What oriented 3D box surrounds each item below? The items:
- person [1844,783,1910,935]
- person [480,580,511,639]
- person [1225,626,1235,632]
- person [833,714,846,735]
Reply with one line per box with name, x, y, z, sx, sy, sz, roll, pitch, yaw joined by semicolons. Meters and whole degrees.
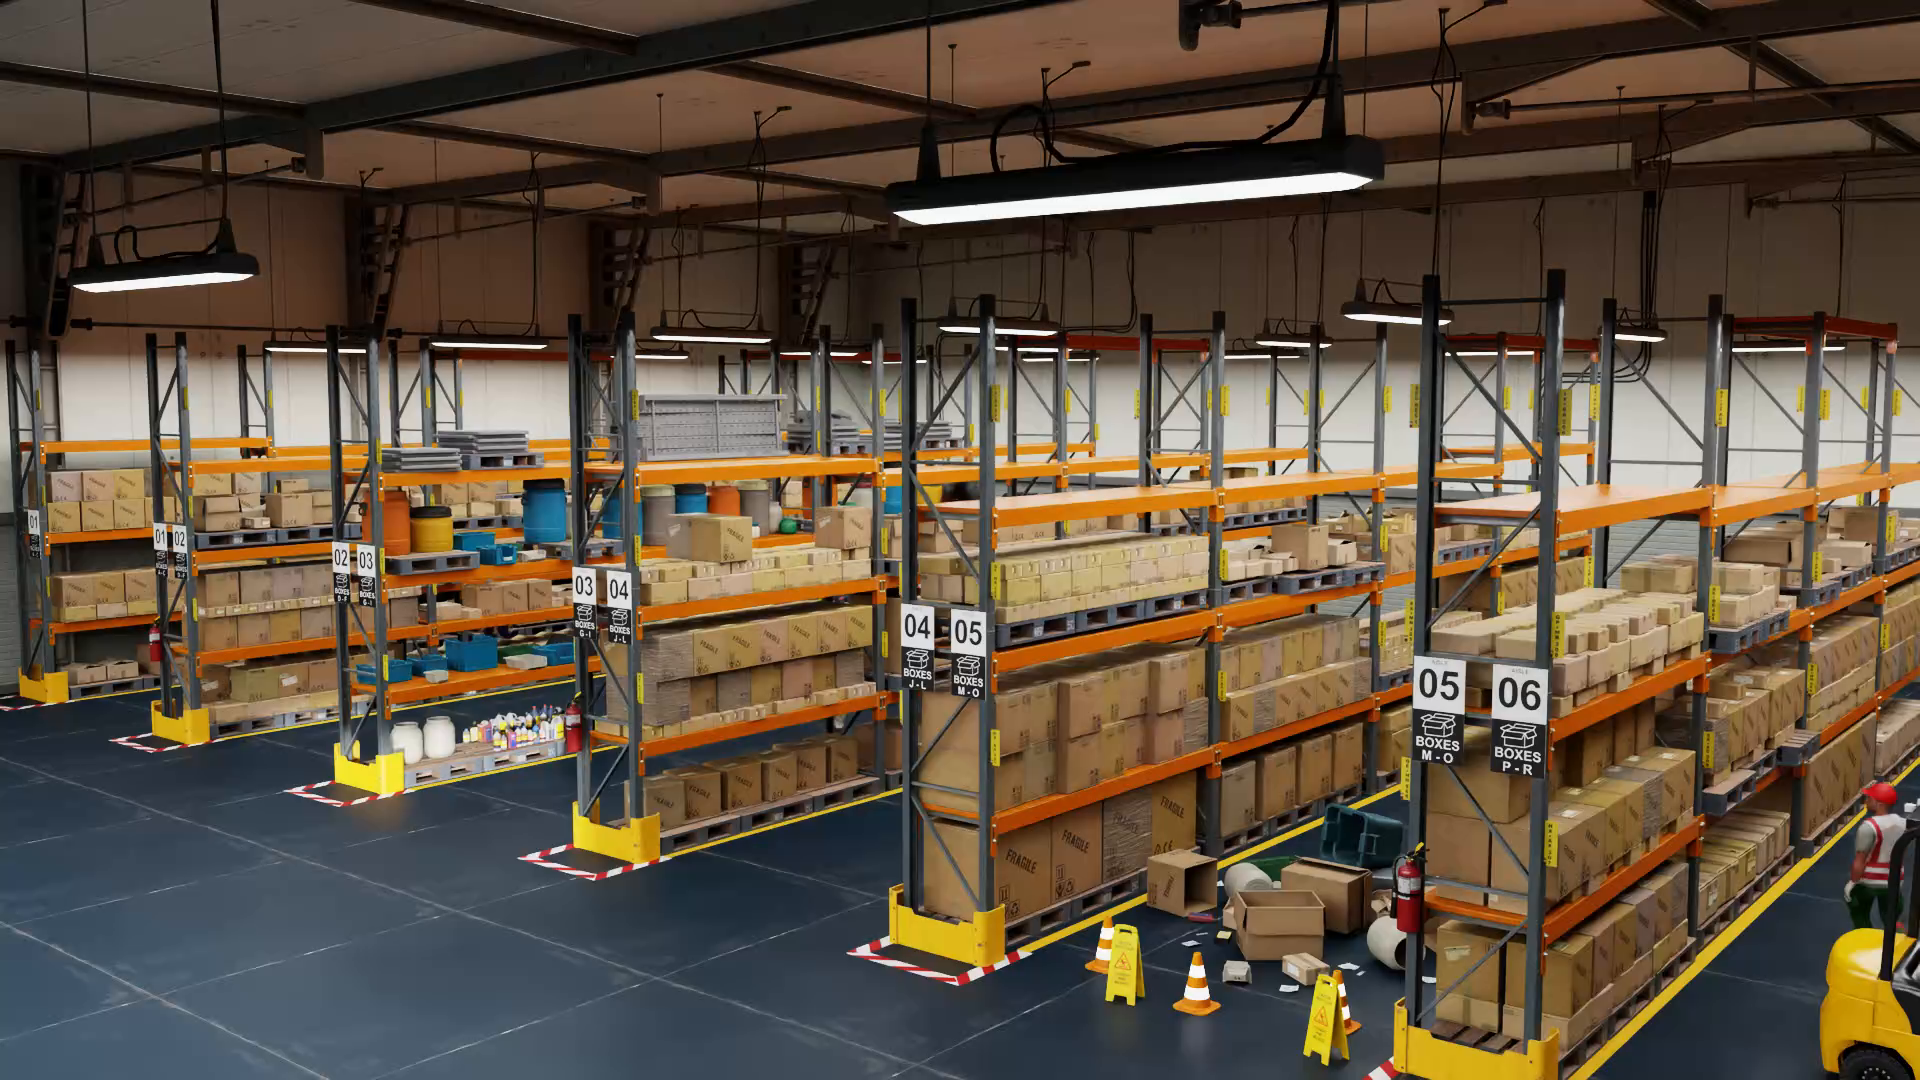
person;8.045;2.992;14.601;0.560;1.747;0.733;1;5;6
person;-8.682;1.574;31.164;0.681;1.674;0.520;-2;5;-18
person;3.999;2.097;24.785;0.485;1.658;0.665;4;6;37
person;-1.766;2.030;23.392;0.566;1.795;0.362;-4;6;-34
